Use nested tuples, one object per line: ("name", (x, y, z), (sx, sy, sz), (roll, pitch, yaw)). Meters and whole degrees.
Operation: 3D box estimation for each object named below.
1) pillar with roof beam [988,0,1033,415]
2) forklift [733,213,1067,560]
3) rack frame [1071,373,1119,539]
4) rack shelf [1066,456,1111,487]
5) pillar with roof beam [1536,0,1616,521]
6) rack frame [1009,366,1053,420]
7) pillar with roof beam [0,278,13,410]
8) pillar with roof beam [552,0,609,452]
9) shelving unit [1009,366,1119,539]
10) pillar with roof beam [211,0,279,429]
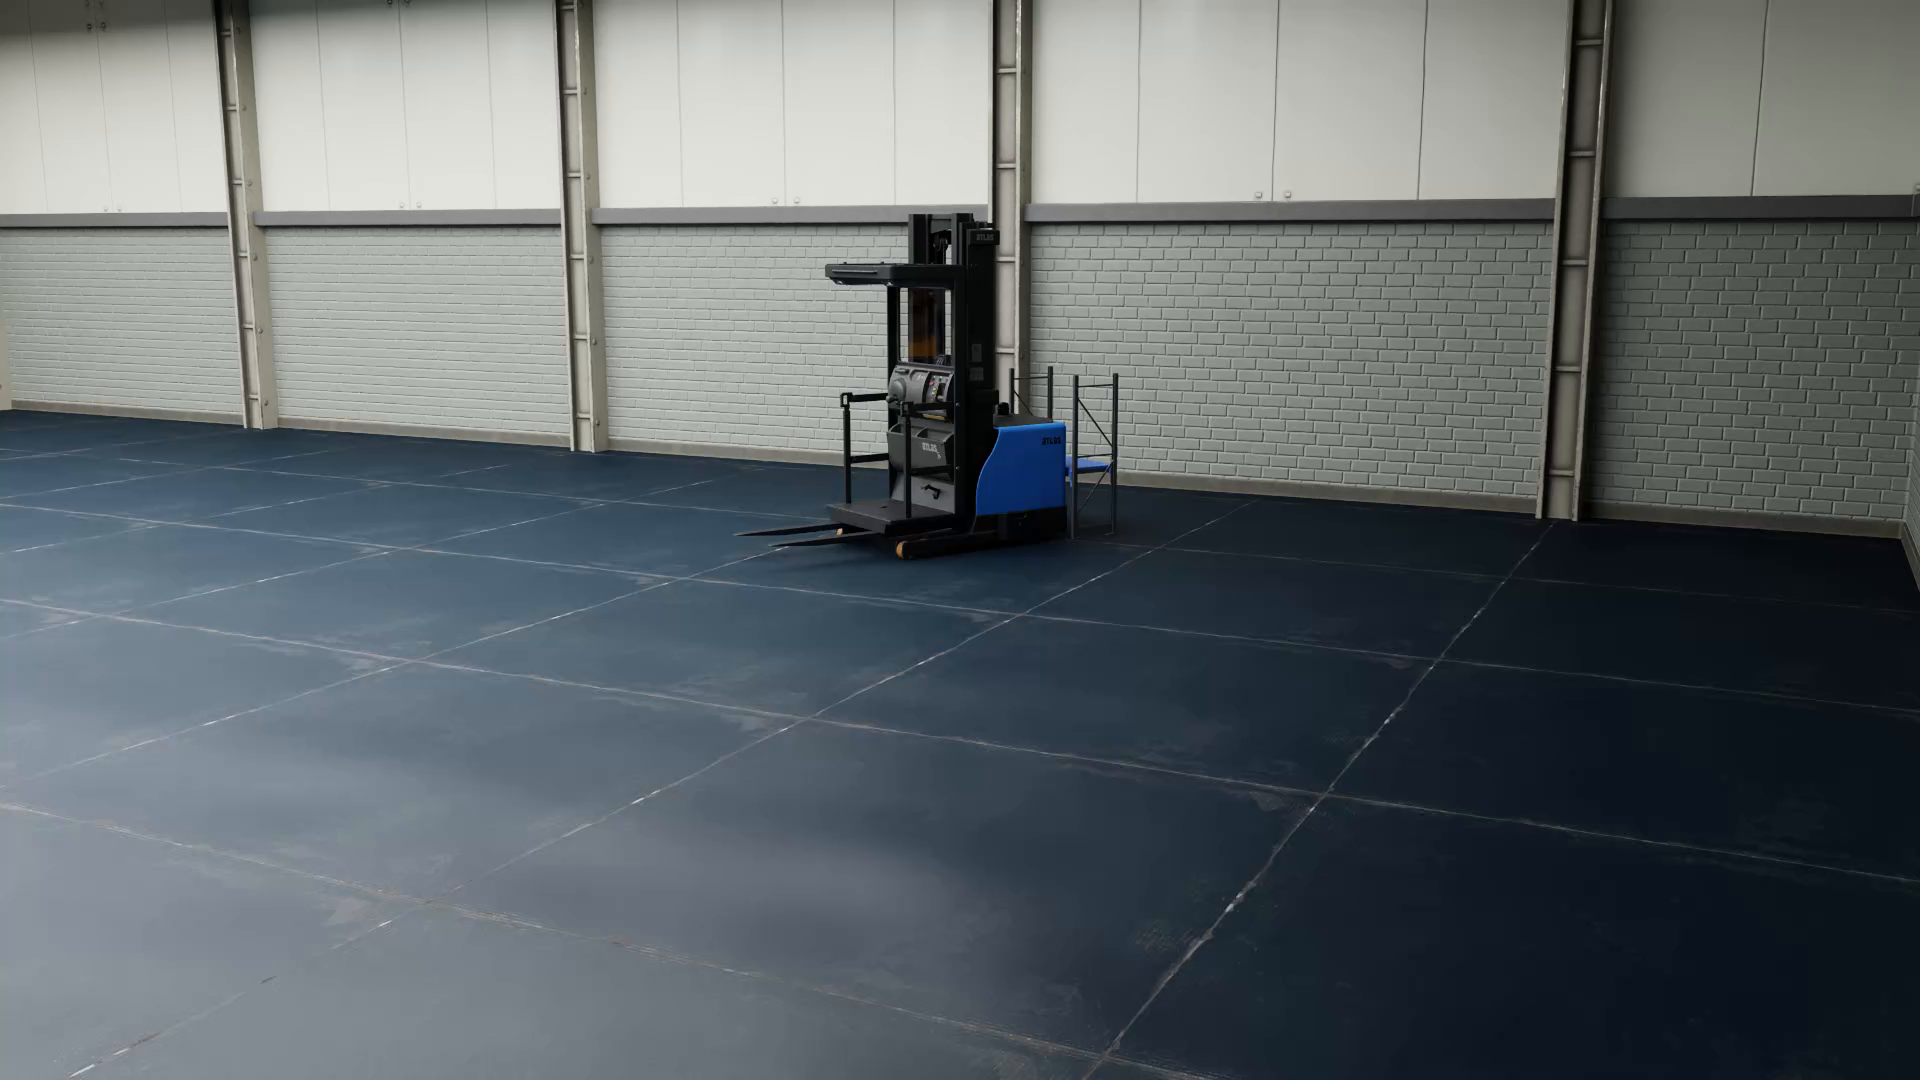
("pillar with roof beam", (-1.353, -4.439, 14.491), (0.400, 9.000, 9.100), (5, 11, 26))
("forklift", (-0.516, -1.378, 14.613), (3.031, 2.935, 1.130), (-7, 12, -34))
("rack frame", (1.239, -0.771, 15.282), (0.500, 1.500, 0.032), (-7, 12, -32))
("rack shelf", (0.961, -0.670, 15.733), (0.538, 0.185, 1.000), (-7, 12, -32))
("pillar with roof beam", (4.028, -3.966, 11.878), (0.400, 9.000, 9.100), (5, 11, 26))
("rack frame", (0.684, -0.923, 16.120), (0.500, 1.500, 0.032), (-7, 12, -32))
("pillar with roof beam", (-17.495, -5.858, 22.328), (0.400, 9.000, 9.100), (5, 11, 26))
("pillar with roof beam", (-6.734, -4.912, 17.103), (0.400, 9.000, 9.100), (5, 11, 26))
("shelving unit", (0.961, -0.847, 15.701), (0.538, 1.500, 1.048), (-7, 12, -32))
("pillar with roof beam", (-12.114, -5.385, 19.716), (0.400, 9.000, 9.100), (5, 11, 26))
